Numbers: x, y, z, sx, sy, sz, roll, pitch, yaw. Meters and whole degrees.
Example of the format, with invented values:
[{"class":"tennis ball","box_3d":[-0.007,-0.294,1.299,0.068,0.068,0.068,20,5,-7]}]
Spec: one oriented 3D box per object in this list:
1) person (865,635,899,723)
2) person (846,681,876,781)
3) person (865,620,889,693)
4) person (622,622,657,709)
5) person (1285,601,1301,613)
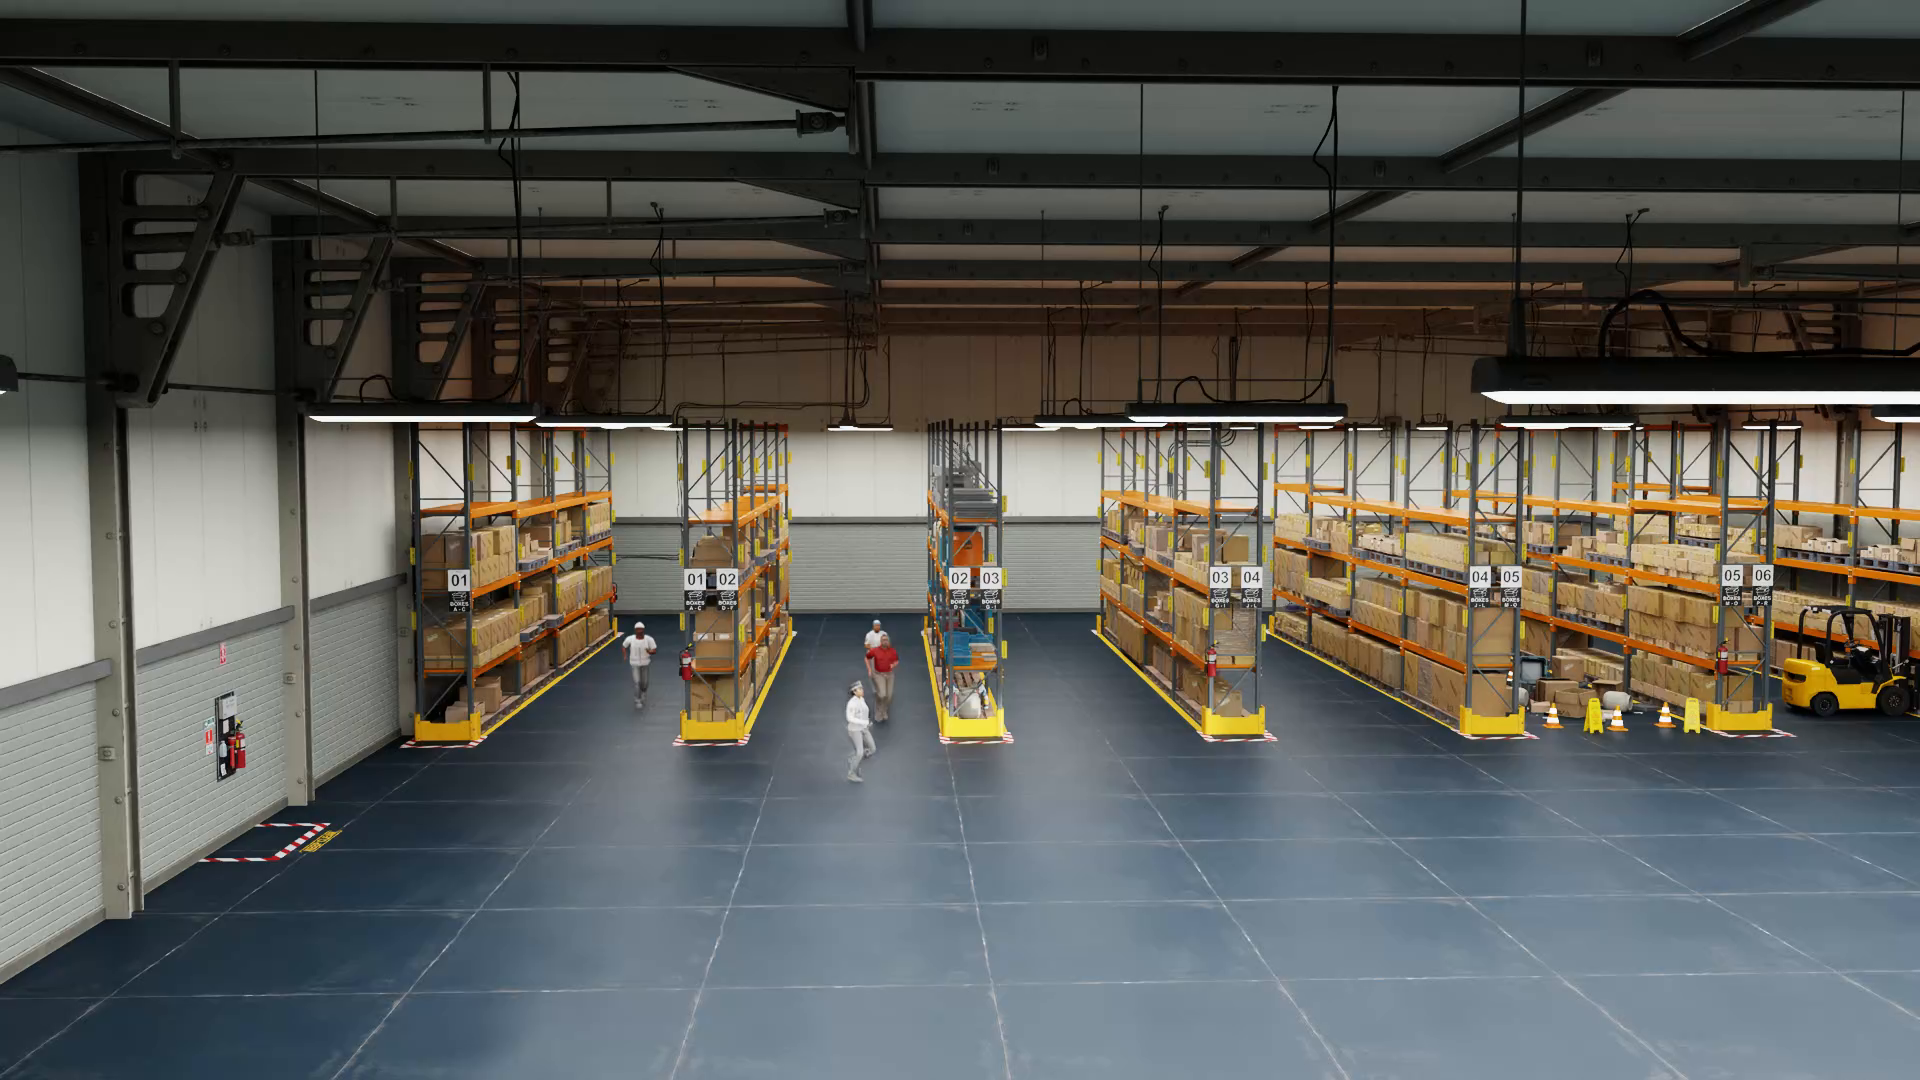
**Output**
[{"class":"person","box_3d":[-1.506,2.760,33.005,0.636,1.747,0.703,-1,4,-21]},{"class":"person","box_3d":[-1.631,3.136,27.351,0.526,1.667,0.667,2,4,24]},{"class":"person","box_3d":[-1.794,2.579,36.323,0.571,1.660,0.665,-1,4,-10]},{"class":"person","box_3d":[-6.688,2.591,34.754,0.703,1.745,0.992,-1,4,-17]},{"class":"person","box_3d":[9.841,1.804,49.024,0.653,1.557,0.577,-1,4,-14]}]
